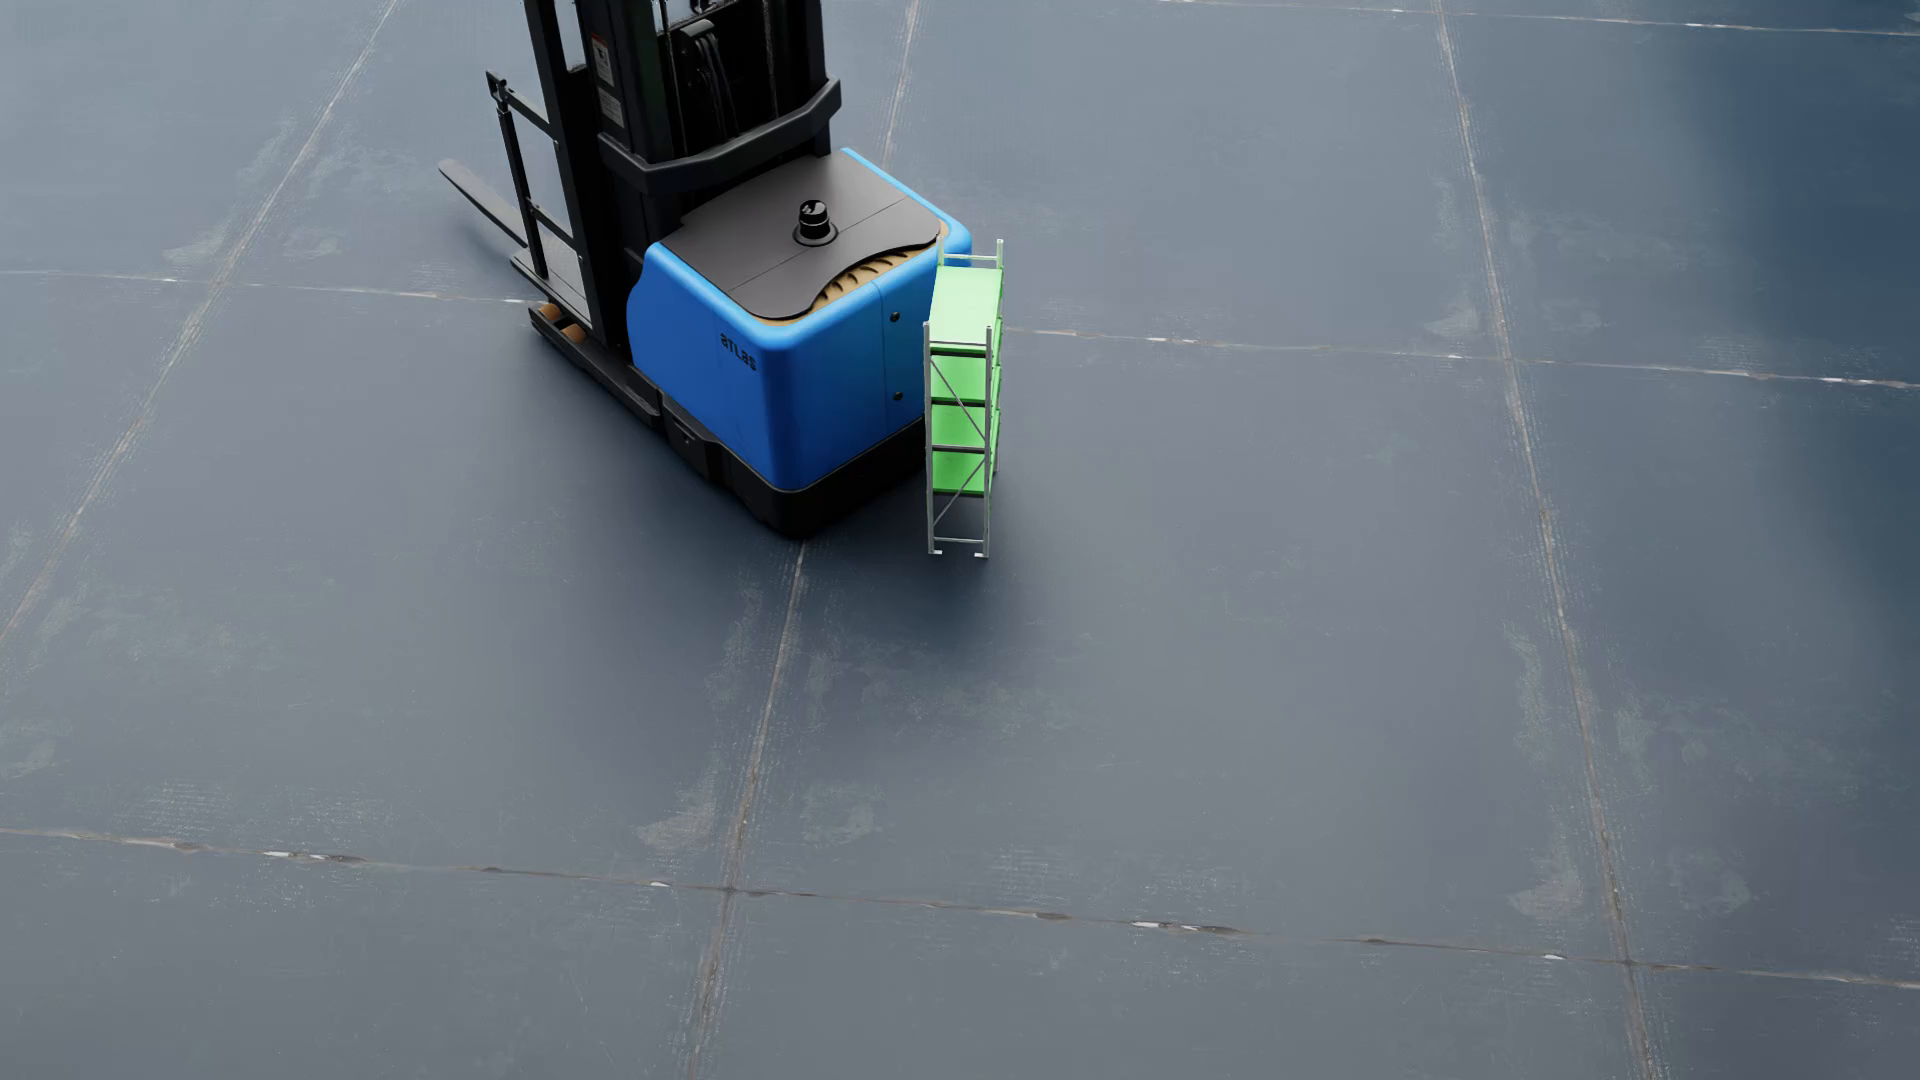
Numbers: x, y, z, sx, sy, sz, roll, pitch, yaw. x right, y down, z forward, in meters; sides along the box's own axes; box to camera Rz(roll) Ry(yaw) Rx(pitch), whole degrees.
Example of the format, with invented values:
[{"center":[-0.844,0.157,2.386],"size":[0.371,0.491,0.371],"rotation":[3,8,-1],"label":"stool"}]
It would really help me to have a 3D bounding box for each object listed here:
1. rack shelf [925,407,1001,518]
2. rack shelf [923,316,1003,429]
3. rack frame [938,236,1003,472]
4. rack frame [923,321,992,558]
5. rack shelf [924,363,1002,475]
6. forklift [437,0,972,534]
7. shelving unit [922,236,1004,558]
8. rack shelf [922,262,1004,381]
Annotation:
[{"center":[0.017,-0.321,6.641],"size":[0.258,0.148,0.480],"rotation":[4,48,4],"label":"rack shelf"},{"center":[0.016,-0.645,6.287],"size":[0.258,0.148,0.480],"rotation":[4,48,4],"label":"rack shelf"},{"center":[0.039,-0.705,6.581],"size":[0.240,1.200,0.015],"rotation":[4,48,4],"label":"rack frame"},{"center":[-0.007,-0.347,6.253],"size":[0.240,1.200,0.015],"rotation":[4,48,4],"label":"rack frame"},{"center":[0.016,-0.483,6.464],"size":[0.258,0.148,0.480],"rotation":[4,48,4],"label":"rack shelf"},{"center":[-1.298,-2.019,6.610],"size":[1.130,2.935,3.031],"rotation":[-34,56,-27],"label":"forklift"},{"center":[0.016,-0.526,6.417],"size":[0.258,1.200,0.503],"rotation":[4,48,4],"label":"shelving unit"},{"center":[0.016,-0.807,6.110],"size":[0.258,0.148,0.480],"rotation":[4,48,4],"label":"rack shelf"}]
